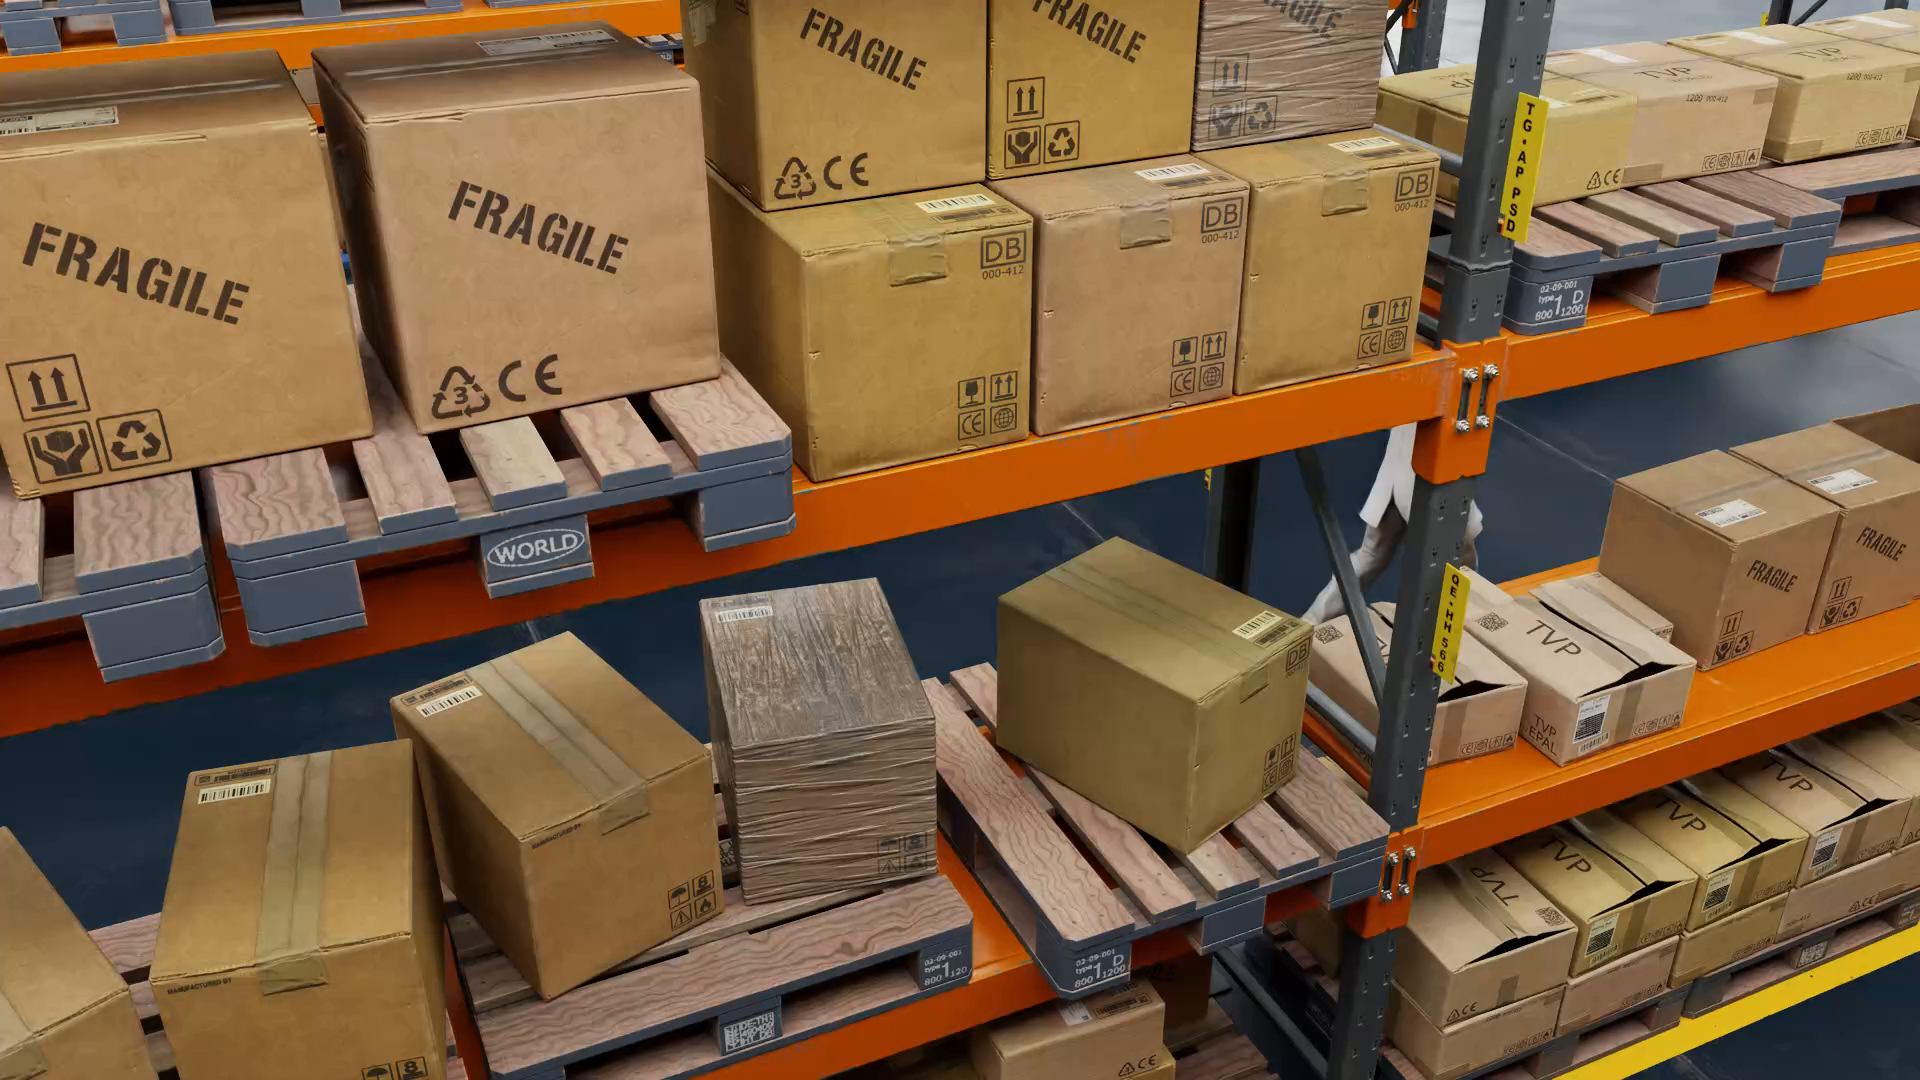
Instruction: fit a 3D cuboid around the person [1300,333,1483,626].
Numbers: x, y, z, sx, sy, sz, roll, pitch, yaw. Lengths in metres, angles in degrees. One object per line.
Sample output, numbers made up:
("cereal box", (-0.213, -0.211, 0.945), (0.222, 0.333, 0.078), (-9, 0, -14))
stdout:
("person", (2.104, -0.260, 7.614), (1.117, 1.733, 0.617), (-11, 31, -19))
